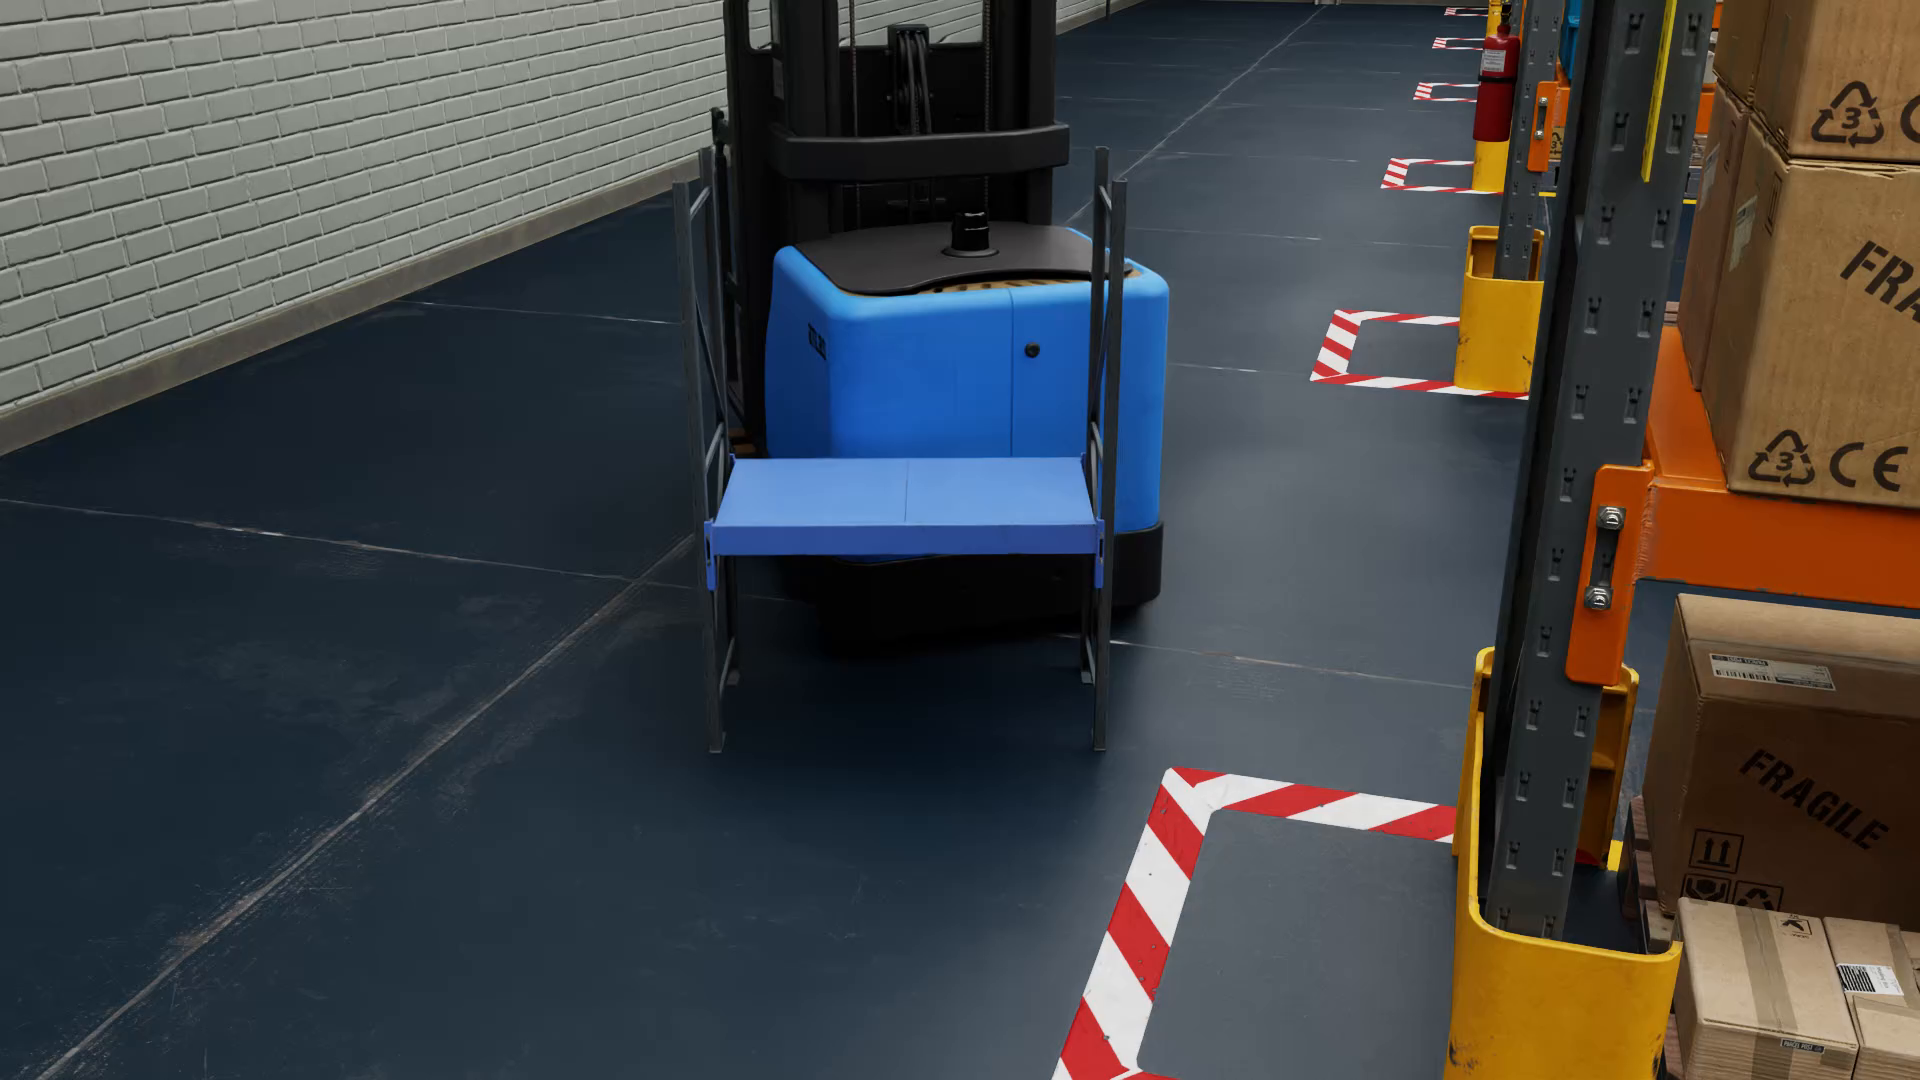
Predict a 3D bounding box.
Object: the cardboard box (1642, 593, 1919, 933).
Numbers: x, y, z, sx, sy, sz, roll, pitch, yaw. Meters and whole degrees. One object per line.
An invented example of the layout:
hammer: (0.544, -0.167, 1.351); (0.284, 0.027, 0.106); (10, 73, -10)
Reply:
cardboard box: (1.719, 0.461, 3.407); (0.500, 0.500, 0.500); (7, 23, 16)

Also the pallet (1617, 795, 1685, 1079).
pallet: (1.964, 0.924, 3.240); (1.213, 0.211, 1.003); (7, 23, 16)

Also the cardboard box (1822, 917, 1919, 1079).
cardboard box: (1.668, 0.844, 2.914); (0.250, 0.166, 0.380); (7, 23, 16)

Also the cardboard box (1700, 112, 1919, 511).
cardboard box: (2.766, -0.321, 2.469); (3.026, 0.500, 1.079); (7, 23, 16)

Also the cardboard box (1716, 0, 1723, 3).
cardboard box: (4.978, -3.702, 11.173); (0.250, 0.149, 0.380); (6, 23, 15)

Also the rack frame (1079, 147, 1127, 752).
rack frame: (0.367, -0.227, 4.346); (0.032, 1.500, 0.500); (0, 22, -1)

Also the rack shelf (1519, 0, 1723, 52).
rack shelf: (5.907, -3.509, 11.319); (4.000, 0.370, 1.077); (7, 23, 16)

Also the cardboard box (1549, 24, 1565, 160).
cardboard box: (4.628, -3.231, 11.940); (0.875, 0.875, 0.875); (7, 23, 16)

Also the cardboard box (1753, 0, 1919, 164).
cardboard box: (1.476, -0.826, 2.382); (0.500, 0.500, 0.500); (7, 23, 17)

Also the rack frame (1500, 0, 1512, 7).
rack frame: (6.855, -7.661, 20.495); (0.127, 3.000, 1.000); (7, 23, 16)

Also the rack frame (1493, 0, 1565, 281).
rack frame: (2.562, -2.261, 7.330); (0.127, 3.000, 1.000); (7, 23, 16)

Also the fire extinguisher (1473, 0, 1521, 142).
fire extinguisher: (2.549, -2.234, 7.858); (0.183, 0.674, 0.296); (7, 23, 16)

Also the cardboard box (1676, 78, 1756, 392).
cardboard box: (1.635, -0.558, 3.046); (0.500, 0.500, 0.500); (7, 23, 17)

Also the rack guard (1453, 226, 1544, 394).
rack guard: (2.535, -1.103, 7.799); (0.348, 0.500, 1.175); (7, 23, 16)

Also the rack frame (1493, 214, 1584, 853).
rack frame: (1.126, -0.461, 2.940); (0.053, 2.616, 0.949); (7, 23, 16)

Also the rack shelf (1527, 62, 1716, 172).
rack shelf: (4.477, -1.709, 6.932); (4.000, 0.370, 1.077); (7, 23, 16)

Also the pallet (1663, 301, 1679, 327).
pallet: (3.340, -0.866, 7.604); (1.213, 0.211, 1.003); (7, 23, 16)

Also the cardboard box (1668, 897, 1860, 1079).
cardboard box: (1.429, 0.824, 2.985); (0.250, 0.149, 0.380); (7, 23, 16)

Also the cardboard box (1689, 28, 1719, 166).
cardboard box: (5.500, -3.131, 11.697); (0.875, 0.875, 0.875); (7, 23, 16)

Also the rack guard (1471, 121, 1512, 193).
rack guard: (3.969, -2.907, 12.198); (0.348, 0.500, 1.175); (7, 23, 16)

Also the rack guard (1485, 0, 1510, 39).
rack guard: (6.832, -6.507, 20.975); (0.348, 0.500, 1.175); (7, 23, 16)

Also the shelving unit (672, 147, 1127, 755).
shelving unit: (-0.141, -0.224, 4.340); (1.048, 1.500, 0.538); (0, 22, -1)

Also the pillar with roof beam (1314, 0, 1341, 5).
pillar with roof beam: (4.721, -11.300, 21.459); (0.400, 9.000, 9.100); (7, 23, 16)

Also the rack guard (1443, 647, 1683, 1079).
rack guard: (1.200, 0.703, 3.397); (0.348, 0.500, 1.175); (7, 23, 16)

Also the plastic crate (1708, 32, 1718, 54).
plastic crate: (3.395, -2.143, 7.311); (0.243, 0.136, 0.396); (7, 23, 16)

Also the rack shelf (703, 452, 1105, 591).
rack shelf: (-0.141, -0.058, 4.408); (1.000, 0.185, 0.538); (0, 22, -1)

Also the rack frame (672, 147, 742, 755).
rack frame: (-0.649, -0.222, 4.334); (0.032, 1.500, 0.500); (0, 22, -1)

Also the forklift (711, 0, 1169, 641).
forklift: (-0.311, -1.592, 5.789); (1.130, 2.935, 3.031); (-7, 23, -16)

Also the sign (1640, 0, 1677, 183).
sign: (0.971, -0.665, 2.298); (0.005, 0.325, 0.100); (7, 23, 16)

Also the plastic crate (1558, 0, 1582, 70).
plastic crate: (2.936, -2.336, 7.388); (0.499, 0.435, 0.616); (7, 23, 16)

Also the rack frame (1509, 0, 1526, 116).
rack frame: (3.992, -4.061, 11.717); (0.127, 3.000, 1.000); (7, 23, 16)
